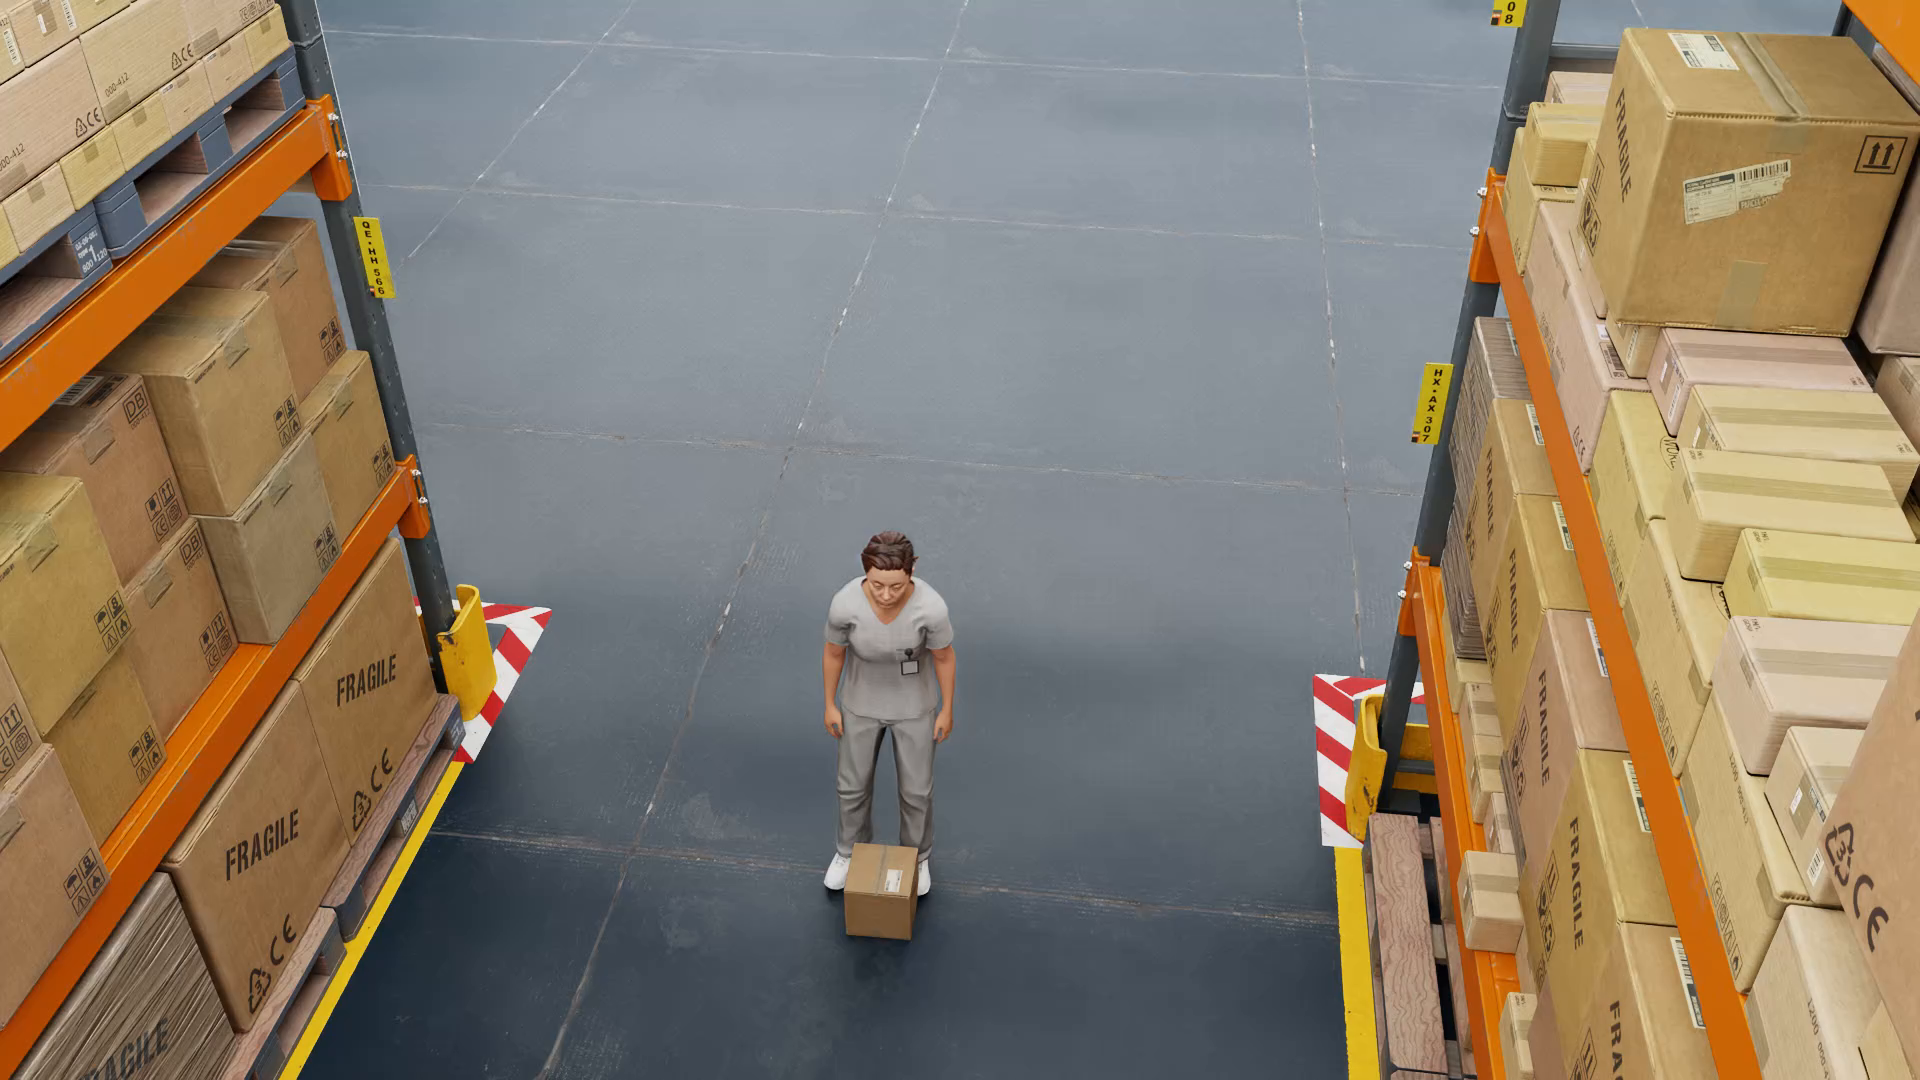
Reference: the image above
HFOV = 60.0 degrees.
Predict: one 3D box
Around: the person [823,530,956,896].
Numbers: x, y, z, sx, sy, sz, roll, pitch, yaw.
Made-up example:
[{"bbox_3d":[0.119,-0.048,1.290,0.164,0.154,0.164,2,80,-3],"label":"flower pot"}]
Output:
[{"bbox_3d":[-0.273,0.632,6.180,0.513,1.671,0.361,2,36,3],"label":"person"}]
